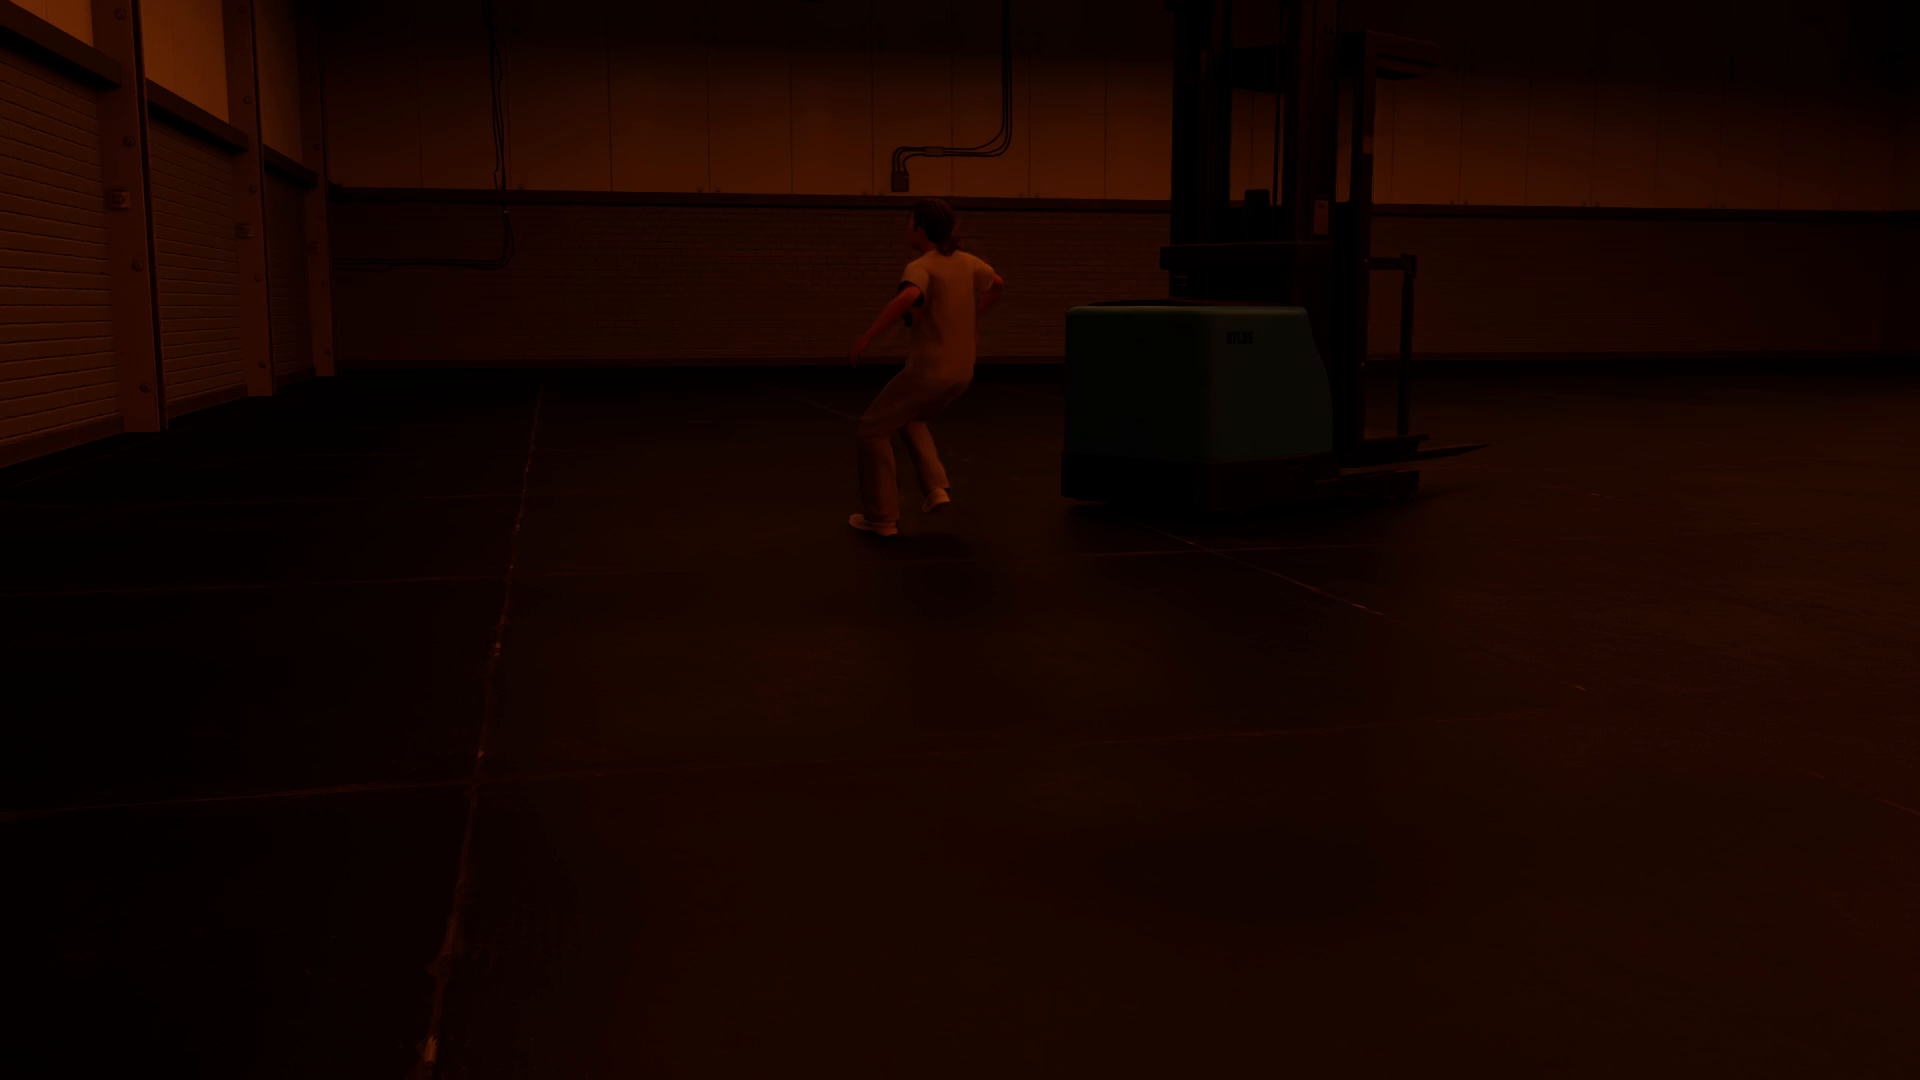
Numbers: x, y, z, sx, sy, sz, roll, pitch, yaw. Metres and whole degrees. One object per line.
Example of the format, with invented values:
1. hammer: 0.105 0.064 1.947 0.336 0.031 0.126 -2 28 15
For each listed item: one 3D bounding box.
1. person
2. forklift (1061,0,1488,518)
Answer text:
1. person: -0.247 -0.796 7.768 0.681 1.564 0.901 7 11 41
2. forklift: 1.952 -1.711 9.353 3.031 2.935 1.130 -8 11 -43
